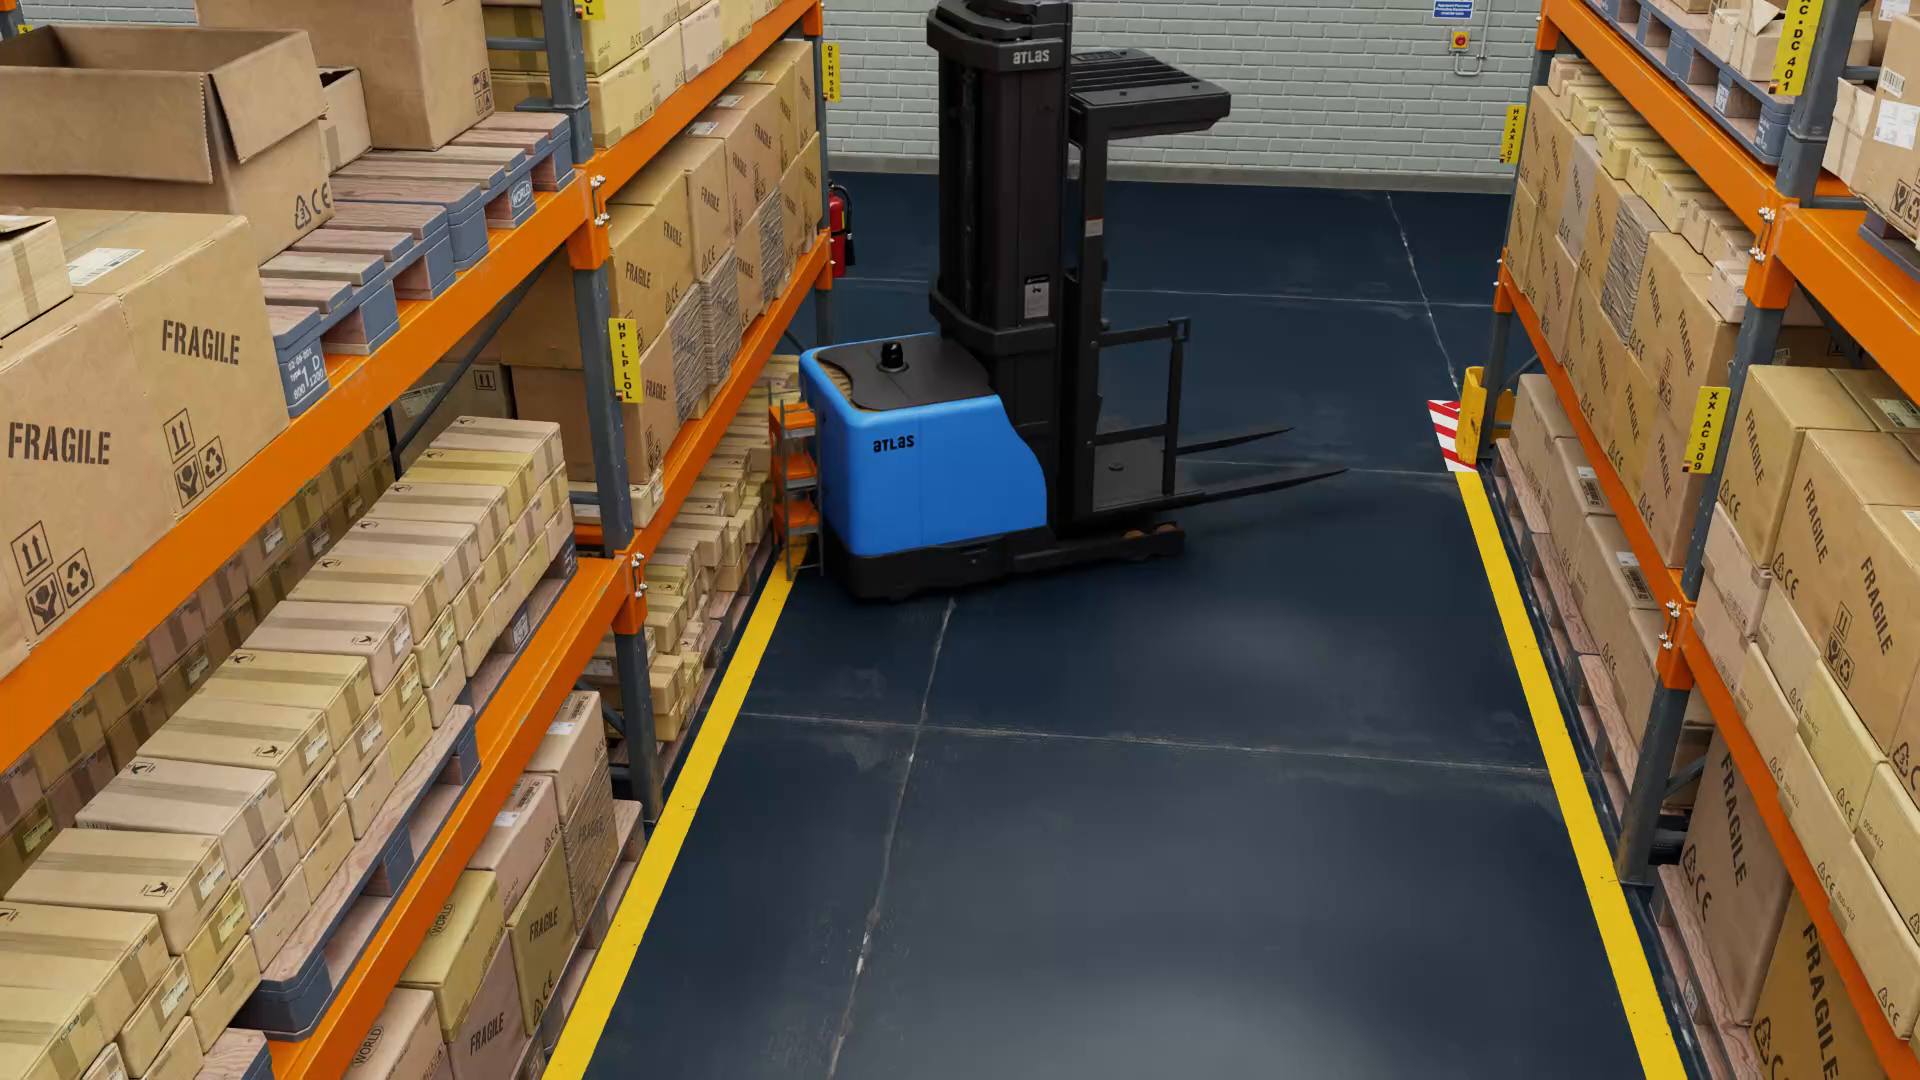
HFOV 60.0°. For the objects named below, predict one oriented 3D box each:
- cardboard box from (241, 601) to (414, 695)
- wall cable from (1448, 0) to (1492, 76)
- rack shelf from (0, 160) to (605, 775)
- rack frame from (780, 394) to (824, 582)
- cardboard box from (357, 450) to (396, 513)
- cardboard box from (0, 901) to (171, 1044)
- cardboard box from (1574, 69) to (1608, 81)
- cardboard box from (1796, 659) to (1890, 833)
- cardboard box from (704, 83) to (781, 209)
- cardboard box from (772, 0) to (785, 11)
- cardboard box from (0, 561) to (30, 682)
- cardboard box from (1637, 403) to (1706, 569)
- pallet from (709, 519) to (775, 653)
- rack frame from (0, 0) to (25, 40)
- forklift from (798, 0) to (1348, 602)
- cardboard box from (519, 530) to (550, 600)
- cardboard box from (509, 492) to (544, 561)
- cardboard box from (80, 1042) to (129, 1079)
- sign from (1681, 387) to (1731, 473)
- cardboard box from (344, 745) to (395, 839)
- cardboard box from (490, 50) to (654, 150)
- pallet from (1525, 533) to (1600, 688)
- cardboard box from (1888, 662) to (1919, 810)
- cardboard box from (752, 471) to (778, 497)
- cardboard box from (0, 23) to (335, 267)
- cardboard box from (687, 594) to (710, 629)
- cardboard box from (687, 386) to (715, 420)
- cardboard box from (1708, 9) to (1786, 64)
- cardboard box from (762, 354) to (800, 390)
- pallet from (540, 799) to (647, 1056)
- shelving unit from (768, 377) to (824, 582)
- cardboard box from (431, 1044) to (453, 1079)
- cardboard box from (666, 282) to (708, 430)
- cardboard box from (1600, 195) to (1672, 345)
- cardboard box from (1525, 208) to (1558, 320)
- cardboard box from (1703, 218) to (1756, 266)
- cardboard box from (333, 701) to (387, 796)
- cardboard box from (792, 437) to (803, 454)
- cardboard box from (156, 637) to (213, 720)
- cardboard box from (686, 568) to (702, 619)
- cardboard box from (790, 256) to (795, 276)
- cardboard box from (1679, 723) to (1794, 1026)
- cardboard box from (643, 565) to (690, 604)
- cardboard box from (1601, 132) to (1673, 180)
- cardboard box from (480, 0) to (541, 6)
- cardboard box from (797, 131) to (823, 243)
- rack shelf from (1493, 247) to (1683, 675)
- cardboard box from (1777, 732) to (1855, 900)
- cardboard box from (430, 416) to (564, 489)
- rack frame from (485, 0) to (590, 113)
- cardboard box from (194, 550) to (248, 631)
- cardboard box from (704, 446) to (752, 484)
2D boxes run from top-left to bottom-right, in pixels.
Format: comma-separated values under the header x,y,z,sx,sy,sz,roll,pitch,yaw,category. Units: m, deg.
x,y,z,sx,sy,sz,roll,pitch,yaw,category
-1.789,0.303,4.719,0.380,0.149,0.250,2,28,4,cardboard box
4.310,-4.934,14.141,0.585,1.953,0.123,3,28,6,wall cable
-2.018,-0.237,4.123,1.077,0.370,4.000,3,28,6,rack shelf
-0.816,-0.256,8.615,0.200,1.050,0.008,-9,30,-18,rack frame
-2.277,-0.221,6.006,0.380,0.149,0.250,4,29,7,cardboard box
-1.949,0.924,3.567,0.380,0.149,0.250,3,28,6,cardboard box
3.363,-2.308,8.529,0.380,0.149,0.250,4,29,7,cardboard box
2.694,0.585,4.632,0.500,0.250,0.500,4,29,7,cardboard box
-1.209,-1.959,8.250,0.500,0.500,0.500,5,29,9,cardboard box
-1.131,-2.842,8.358,0.500,0.250,0.500,3,28,6,cardboard box
-1.929,0.091,2.651,0.500,0.500,0.500,3,28,6,cardboard box
2.956,-0.211,6.374,0.500,0.500,0.500,4,29,7,cardboard box
-1.578,0.159,8.732,1.003,0.211,1.213,3,28,6,pallet
-6.193,-2.393,10.529,1.000,3.000,0.127,3,28,6,rack frame
0.696,-1.397,8.753,3.031,2.935,1.130,-10,30,-18,forklift
-1.656,0.072,5.775,0.380,0.149,0.250,4,29,6,cardboard box
-1.657,-0.057,5.701,0.380,0.149,0.250,4,29,7,cardboard box
-1.973,1.160,3.443,0.380,0.149,0.250,5,29,9,cardboard box
2.601,-0.382,5.800,0.100,0.325,0.005,3,28,6,sign
-1.814,0.689,4.631,0.380,0.149,0.250,2,28,5,cardboard box
-1.454,-1.631,6.111,0.500,0.250,0.500,5,29,9,cardboard box
3.470,0.364,8.352,1.003,0.211,1.213,3,28,6,pallet
2.657,0.493,4.013,0.500,0.500,0.500,3,28,5,cardboard box
-1.177,-0.364,9.012,0.380,0.149,0.250,4,29,7,cardboard box
-2.092,-1.006,4.240,0.797,0.503,0.637,3,28,6,cardboard box
-1.416,0.375,7.953,0.380,0.149,0.250,3,28,5,cardboard box
-1.340,-0.675,7.605,0.380,0.149,0.250,4,29,7,cardboard box
2.946,-1.817,6.014,0.380,0.149,0.250,4,29,7,cardboard box
-1.096,-0.985,9.851,0.380,0.149,0.250,4,29,7,cardboard box
-1.867,1.420,6.392,1.003,0.211,1.213,3,28,6,pallet
-0.858,-0.311,8.715,0.215,1.050,0.252,-9,30,-18,shelving unit
-1.807,1.827,4.888,0.500,0.500,0.500,3,28,5,cardboard box
-1.408,-0.801,7.155,0.500,0.500,0.500,3,28,6,cardboard box
3.060,-1.135,7.035,0.500,0.500,0.500,4,29,7,cardboard box
3.264,-1.412,8.603,0.500,0.500,0.500,3,28,5,cardboard box
3.055,-1.102,6.289,0.380,0.149,0.250,3,28,6,cardboard box
-1.819,0.554,4.568,0.380,0.149,0.250,4,29,8,cardboard box
-1.071,-0.600,9.764,0.380,0.149,0.250,4,29,8,cardboard box
-2.433,0.397,4.859,0.380,0.149,0.250,3,28,5,cardboard box
-1.439,0.245,7.882,0.380,0.149,0.250,2,28,4,cardboard box
-1.125,-1.543,9.216,0.380,0.149,0.250,3,28,6,cardboard box
3.156,1.113,5.819,0.875,0.875,0.875,4,29,8,cardboard box
-1.450,0.236,7.586,0.380,0.149,0.250,3,28,5,cardboard box
3.092,-1.708,7.415,0.380,0.149,0.250,3,28,5,cardboard box
-1.497,-1.947,5.750,0.380,0.149,0.250,3,28,5,cardboard box
-1.082,-2.006,9.391,0.500,0.500,0.500,4,29,7,cardboard box
3.398,-0.559,7.883,1.077,0.370,4.000,3,28,6,rack shelf
2.696,0.808,4.747,0.500,0.250,0.500,3,28,6,cardboard box
-1.628,-0.310,5.858,0.380,0.149,0.250,5,29,9,cardboard box
-1.773,-2.815,4.988,1.000,3.000,0.127,3,28,6,rack frame
-2.403,0.138,5.026,0.380,0.149,0.250,3,28,6,cardboard box
-1.304,-0.375,8.720,0.380,0.149,0.250,2,28,4,cardboard box
